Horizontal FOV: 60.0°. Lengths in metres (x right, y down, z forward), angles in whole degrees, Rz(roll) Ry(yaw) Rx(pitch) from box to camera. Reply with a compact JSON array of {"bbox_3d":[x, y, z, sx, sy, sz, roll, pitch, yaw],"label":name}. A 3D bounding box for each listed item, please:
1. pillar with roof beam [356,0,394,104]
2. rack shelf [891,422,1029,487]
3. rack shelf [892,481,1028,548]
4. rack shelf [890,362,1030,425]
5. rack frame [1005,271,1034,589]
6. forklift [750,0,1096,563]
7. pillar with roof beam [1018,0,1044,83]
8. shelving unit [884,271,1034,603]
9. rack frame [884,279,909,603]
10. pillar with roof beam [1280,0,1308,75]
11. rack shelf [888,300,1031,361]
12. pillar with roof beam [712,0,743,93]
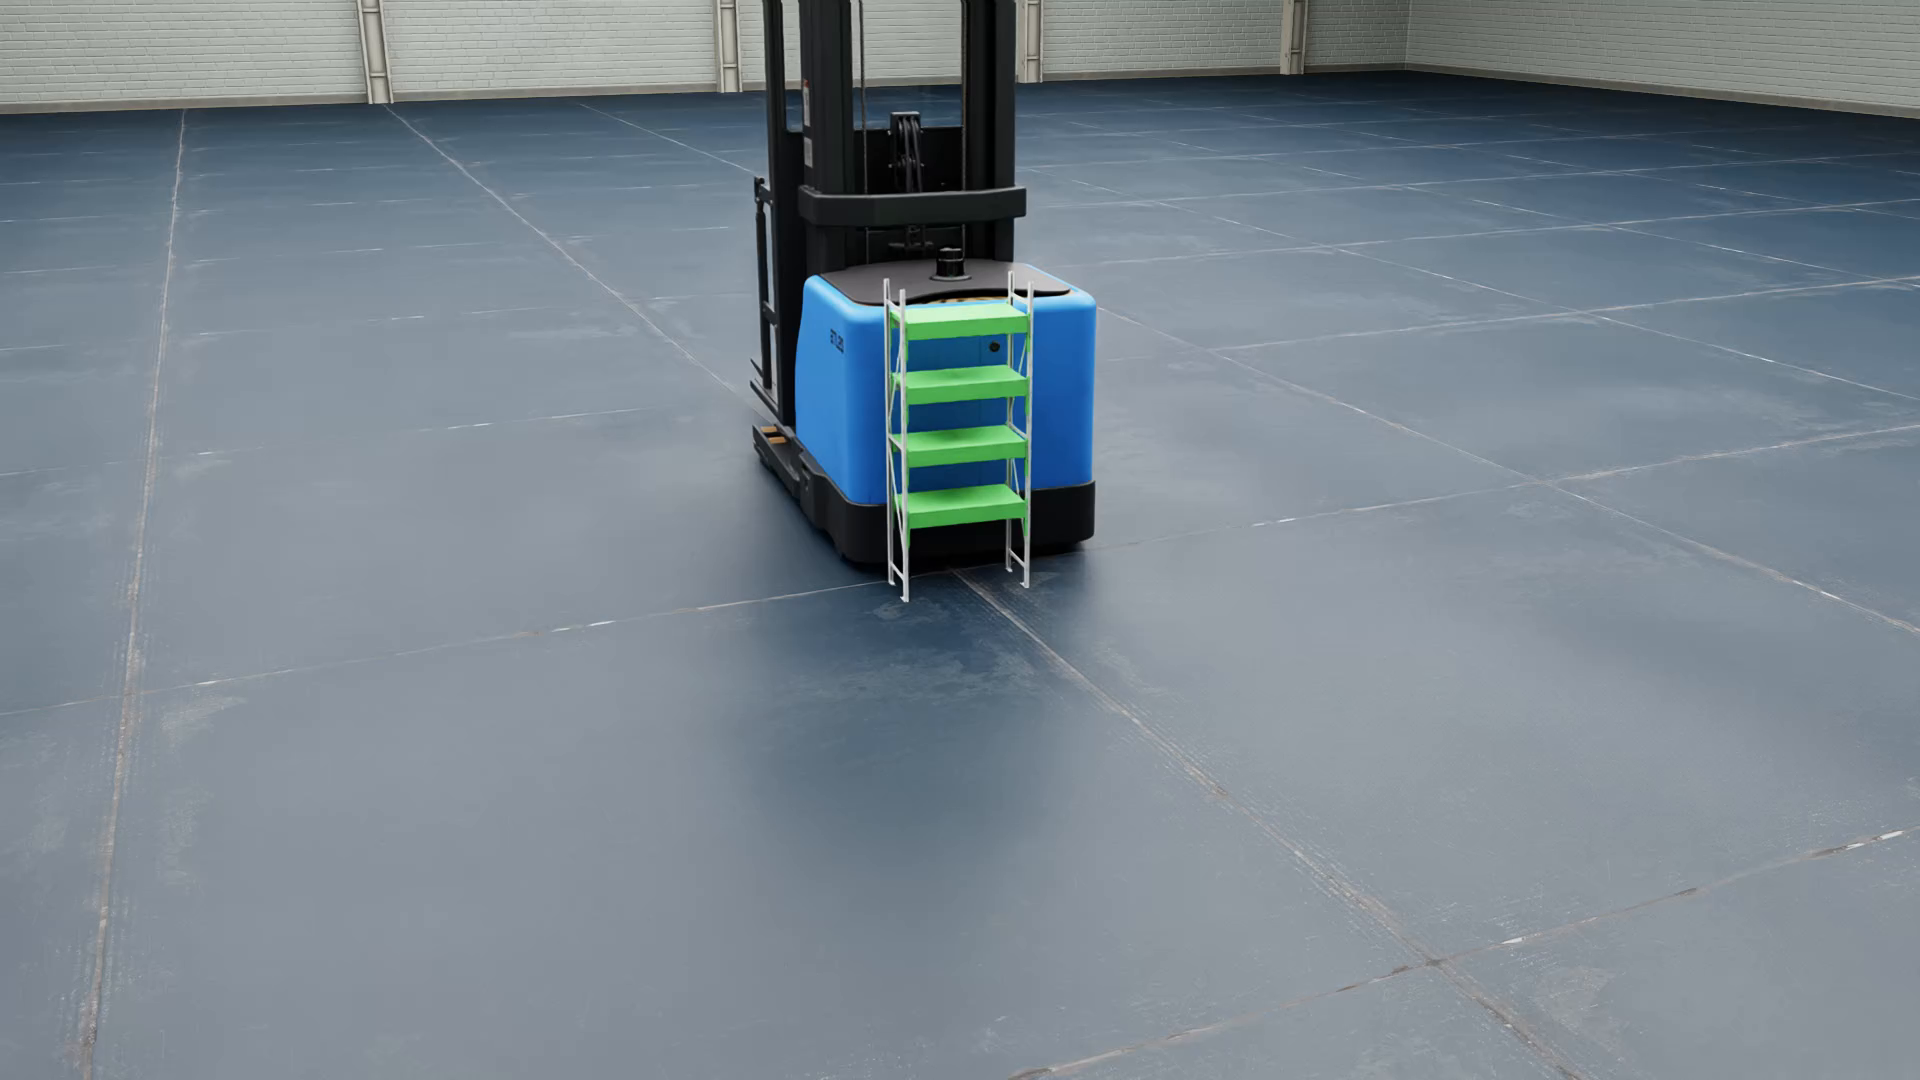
[{"bbox_3d":[-7.956,-10.224,22.509,0.400,9.000,9.100,-8,21,-22],"label":"pillar with roof beam"},{"bbox_3d":[-0.006,-0.328,6.340,0.480,0.148,0.258,-6,20,-17],"label":"rack shelf"},{"bbox_3d":[-0.006,-0.102,6.420,0.480,0.148,0.258,-6,20,-17],"label":"rack shelf"},{"bbox_3d":[-0.006,-0.555,6.260,0.480,0.148,0.258,-6,20,-17],"label":"rack shelf"},{"bbox_3d":[0.226,-0.413,6.388,0.015,1.200,0.240,-6,20,-17],"label":"rack frame"},{"bbox_3d":[-0.377,-1.745,7.566,1.130,2.935,3.031,-6,20,-17],"label":"forklift"},{"bbox_3d":[3.062,-11.802,26.992,0.400,9.000,9.100,-8,21,-22],"label":"pillar with roof beam"},{"bbox_3d":[-0.006,-0.388,6.318,0.503,1.200,0.258,-6,20,-17],"label":"shelving unit"},{"bbox_3d":[-0.239,-0.364,6.249,0.015,1.200,0.240,-6,20,-17],"label":"rack frame"},{"bbox_3d":[8.571,-12.592,29.234,0.400,9.000,9.100,-8,21,-22],"label":"pillar with roof beam"},{"bbox_3d":[-0.006,-0.781,6.180,0.480,0.148,0.258,-6,20,-17],"label":"rack shelf"},{"bbox_3d":[-2.447,-11.013,24.750,0.400,9.000,9.100,-8,21,-22],"label":"pillar with roof beam"}]
